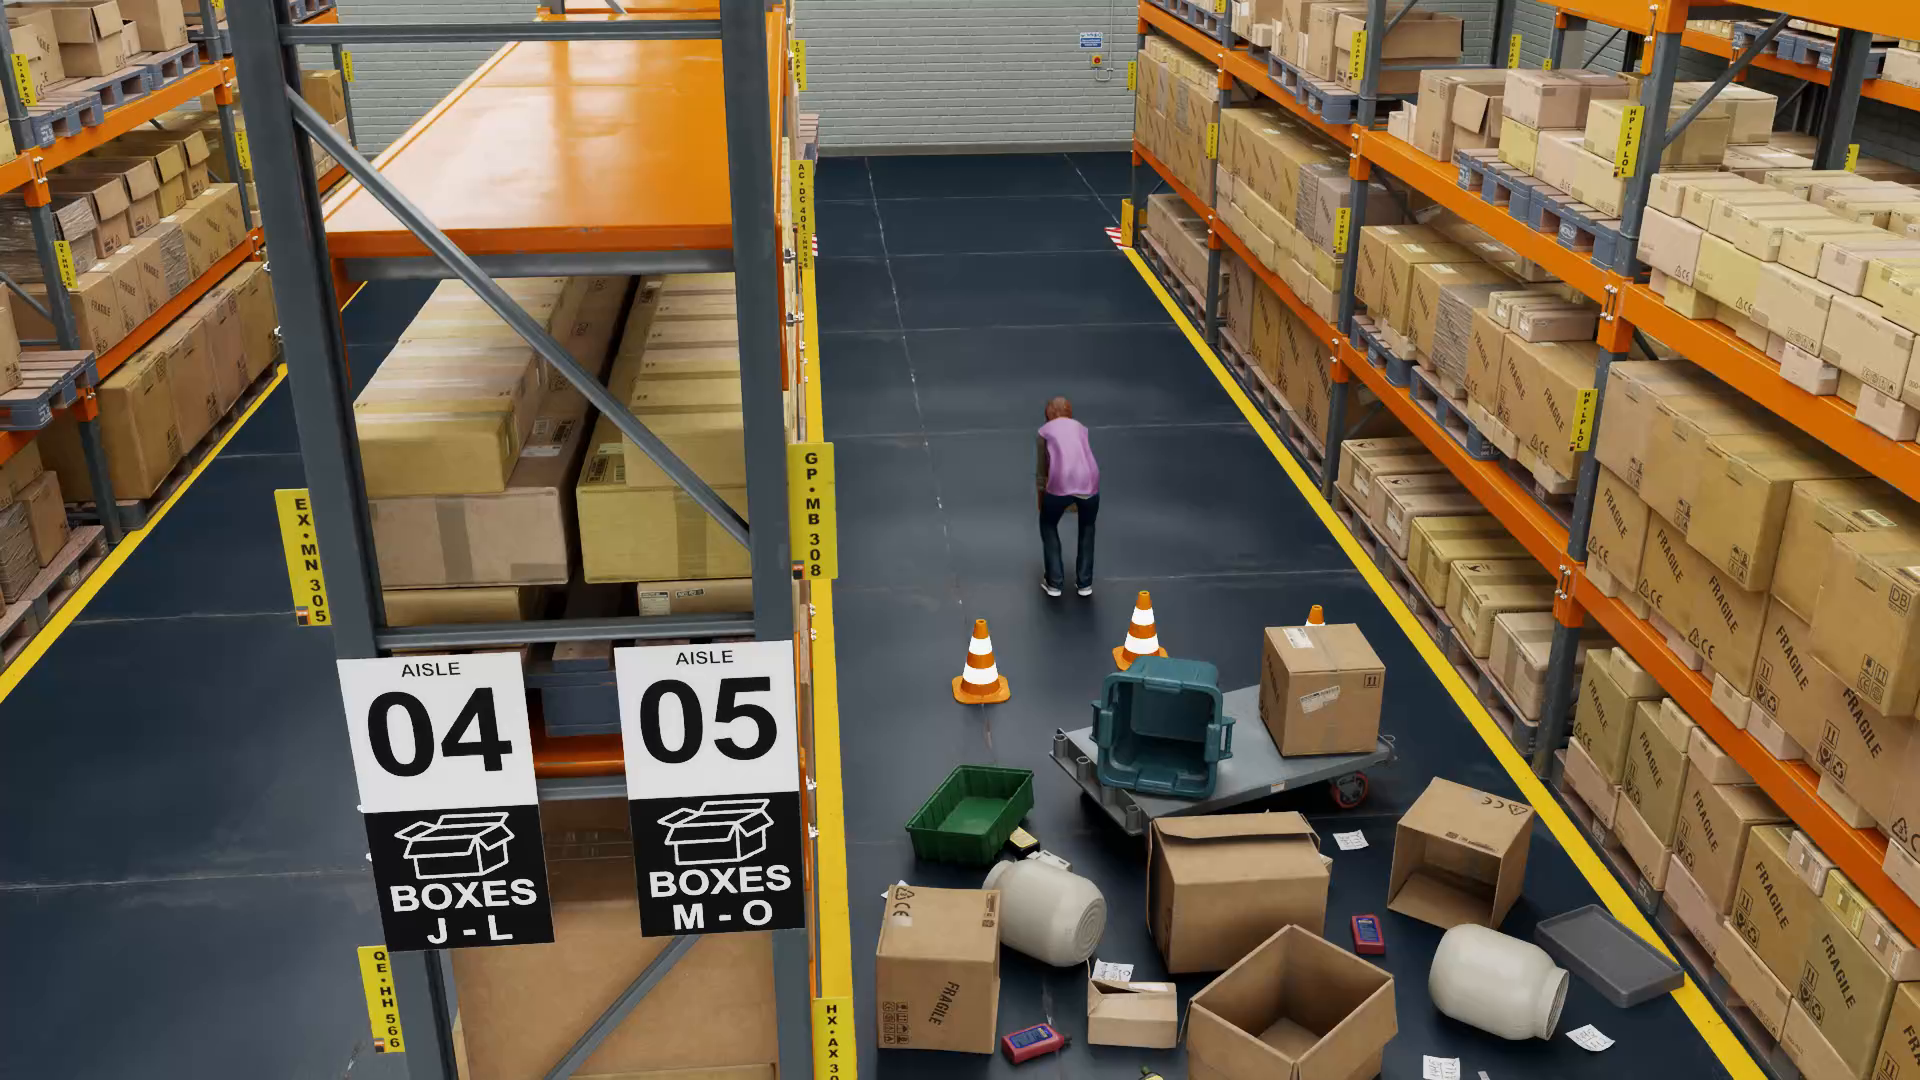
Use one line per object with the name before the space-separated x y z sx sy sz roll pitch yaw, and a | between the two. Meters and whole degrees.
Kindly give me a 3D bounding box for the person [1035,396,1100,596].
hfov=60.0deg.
person | 0.712 -0.288 11.218 0.389 1.226 0.811 -3 24 -7
